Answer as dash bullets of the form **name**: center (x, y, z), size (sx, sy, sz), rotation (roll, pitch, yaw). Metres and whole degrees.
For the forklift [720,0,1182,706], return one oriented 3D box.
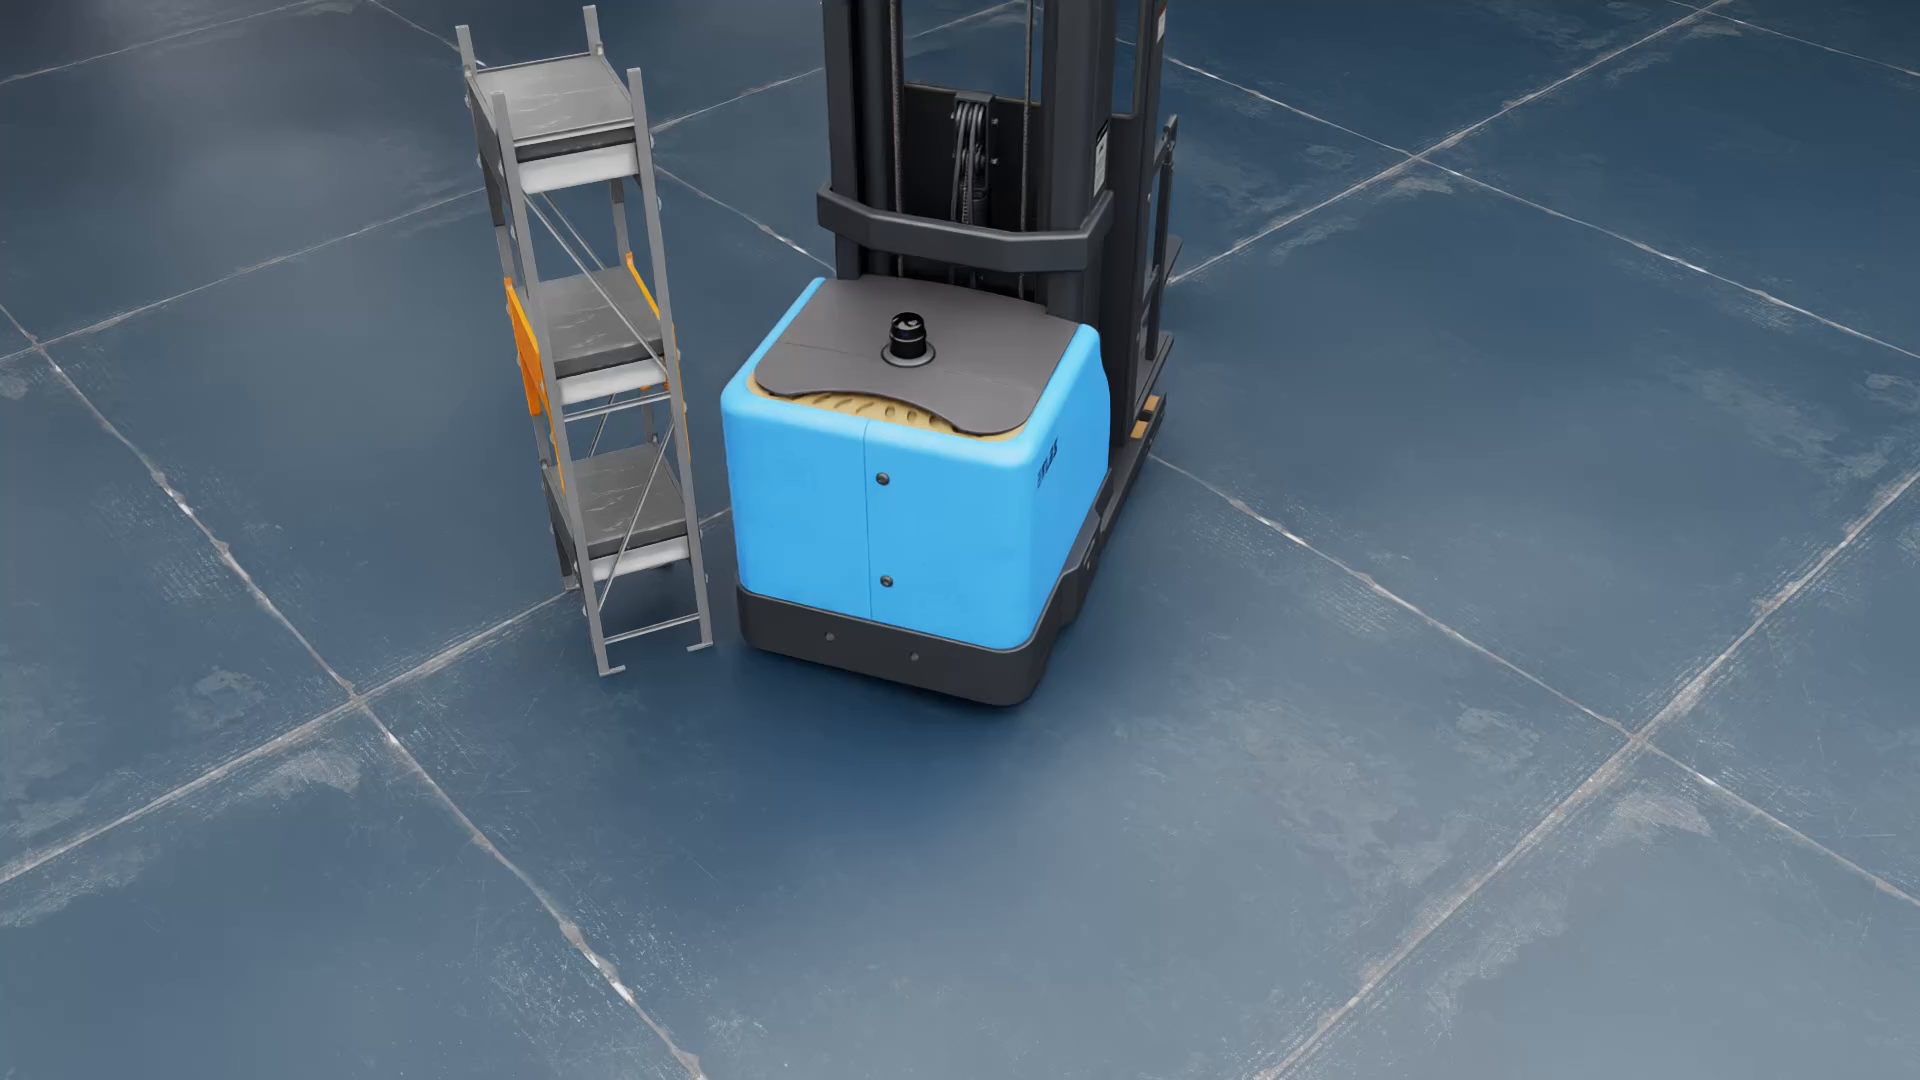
- **forklift**: center (0.202, -1.528, 5.809), size (1.130, 2.935, 3.031), rotation (12, 41, 15)

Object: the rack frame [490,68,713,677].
- **rack frame**: center (-1.046, -0.403, 5.078), size (0.400, 2.100, 0.015), rotation (-15, 41, -18)

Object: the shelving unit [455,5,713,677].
- **shelving unit**: center (-1.145, -0.544, 5.252), size (0.431, 2.100, 0.503), rotation (-15, 41, -18)

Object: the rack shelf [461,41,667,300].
- **rack shelf**: center (-1.145, -1.077, 4.821), size (0.431, 0.518, 0.480), rotation (-15, 41, -18)

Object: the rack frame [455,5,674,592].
- **rack frame**: center (-1.243, -0.684, 5.426), size (0.400, 2.100, 0.015), rotation (-15, 41, -18)

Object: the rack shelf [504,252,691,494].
- **rack shelf**: center (-1.145, -0.533, 5.260), size (0.431, 0.518, 0.480), rotation (-15, 41, -18)

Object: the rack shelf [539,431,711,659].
- **rack shelf**: center (-1.145, 0.012, 5.700), size (0.431, 0.518, 0.480), rotation (-15, 41, -18)
